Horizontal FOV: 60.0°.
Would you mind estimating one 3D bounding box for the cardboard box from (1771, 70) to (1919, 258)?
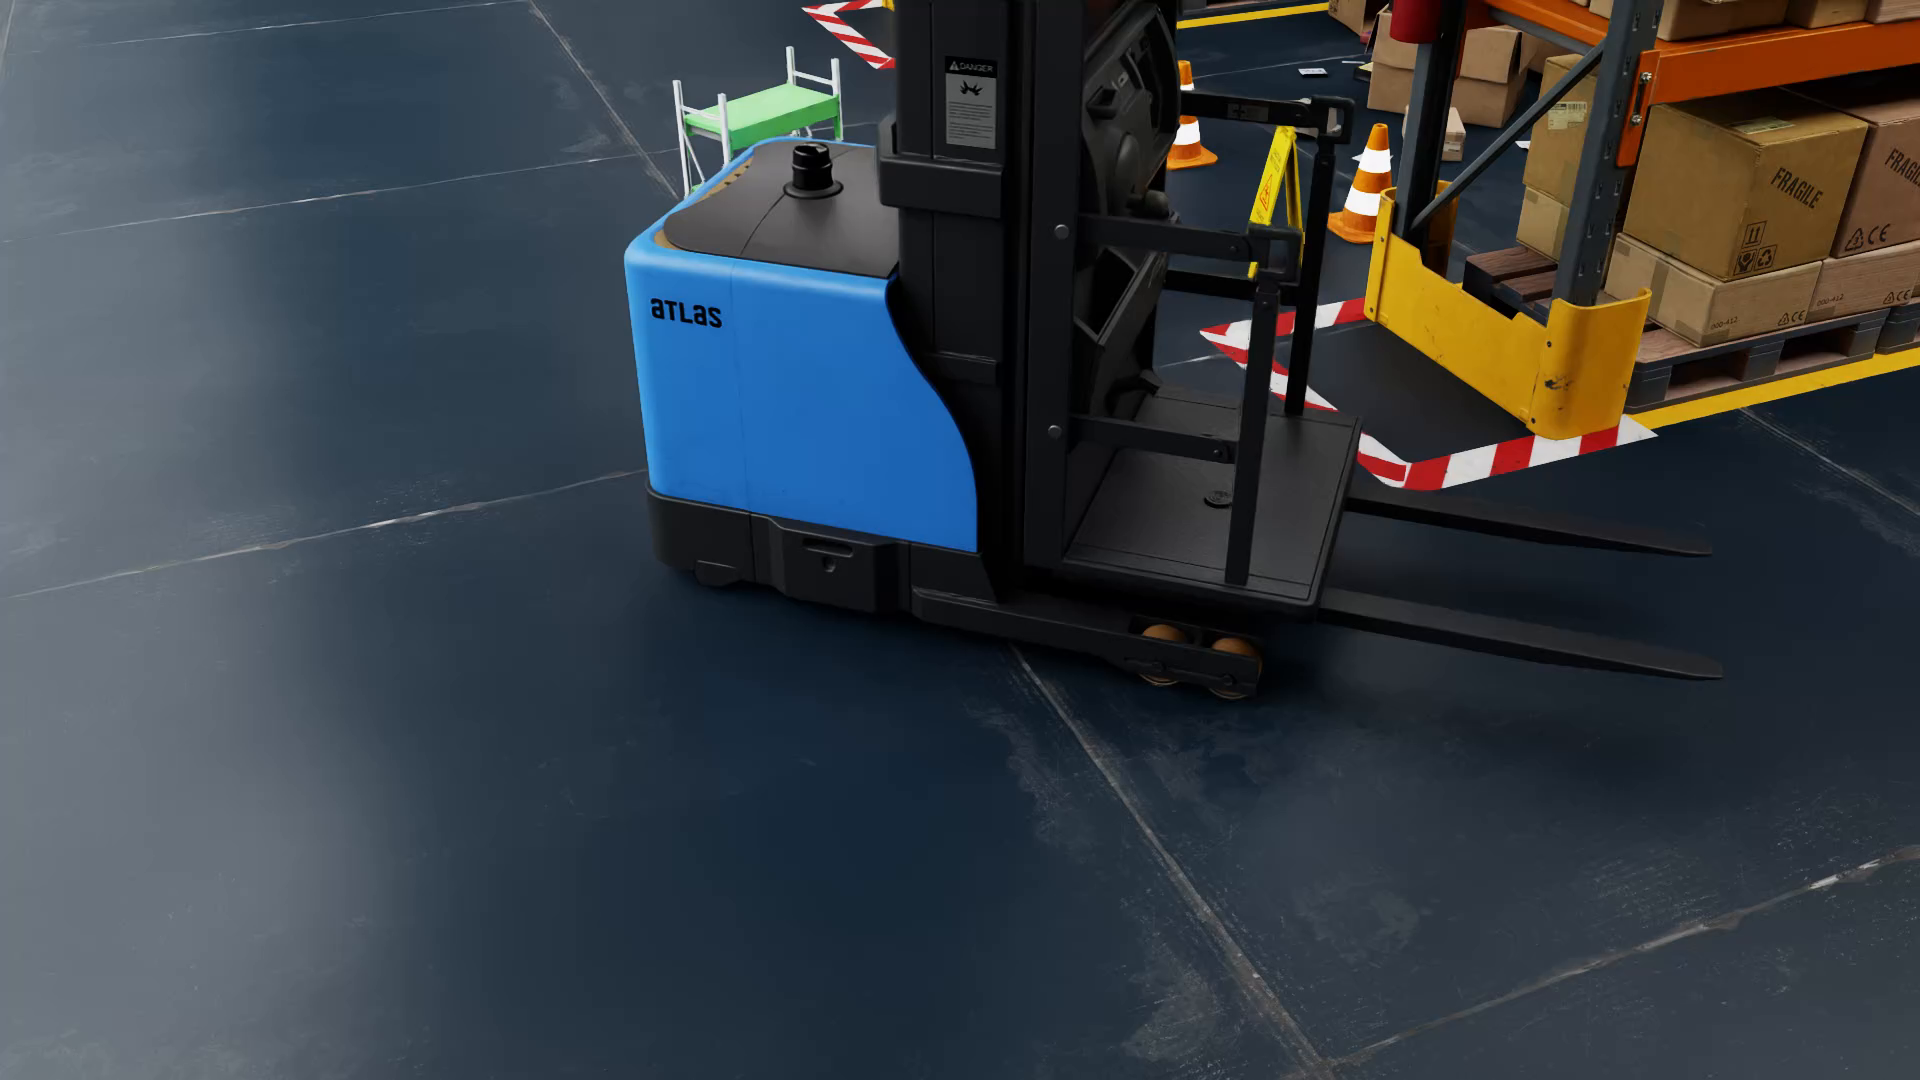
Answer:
[{"bbox_3d":[3.259,-1.394,6.091,0.500,0.500,0.500,-14,36,-21],"label":"cardboard box"}]

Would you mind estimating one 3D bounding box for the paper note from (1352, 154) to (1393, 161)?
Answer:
[{"bbox_3d":[2.007,-1.863,8.086,0.142,0.019,0.148,-27,42,-35],"label":"paper note"}]

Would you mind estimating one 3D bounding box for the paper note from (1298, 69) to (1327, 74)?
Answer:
[{"bbox_3d":[1.961,-2.598,9.217,0.142,0.017,0.144,-2,33,-2],"label":"paper note"}]

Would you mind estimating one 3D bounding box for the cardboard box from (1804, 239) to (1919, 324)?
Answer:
[{"bbox_3d":[3.230,-1.066,6.274,0.500,0.250,0.500,-12,35,-17],"label":"cardboard box"}]

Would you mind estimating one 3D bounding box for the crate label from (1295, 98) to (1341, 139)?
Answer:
[{"bbox_3d":[1.761,-2.130,8.399,0.250,0.136,0.298,23,39,30],"label":"crate label"}]

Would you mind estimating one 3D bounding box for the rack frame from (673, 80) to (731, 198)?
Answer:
[{"bbox_3d":[-0.811,-0.916,5.551,0.240,1.200,0.015,25,41,35],"label":"rack frame"}]

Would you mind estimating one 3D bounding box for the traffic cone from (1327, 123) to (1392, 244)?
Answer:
[{"bbox_3d":[1.803,-1.583,7.259,0.334,0.463,0.336,-13,35,-19],"label":"traffic cone"}]

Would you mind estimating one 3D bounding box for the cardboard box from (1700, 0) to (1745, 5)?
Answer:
[{"bbox_3d":[2.450,-2.034,5.262,0.500,0.500,0.500,-13,35,-20],"label":"cardboard box"}]

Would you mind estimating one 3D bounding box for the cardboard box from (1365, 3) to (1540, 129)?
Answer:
[{"bbox_3d":[2.545,-2.505,8.638,0.797,0.503,0.637,16,36,23],"label":"cardboard box"}]

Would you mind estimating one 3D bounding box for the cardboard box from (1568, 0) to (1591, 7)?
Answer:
[{"bbox_3d":[2.168,-1.988,5.786,0.250,0.149,0.380,-12,35,-17],"label":"cardboard box"}]

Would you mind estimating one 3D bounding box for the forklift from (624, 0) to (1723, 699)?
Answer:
[{"bbox_3d":[0.638,-1.118,4.280,3.031,2.935,1.130,10,34,15],"label":"forklift"}]

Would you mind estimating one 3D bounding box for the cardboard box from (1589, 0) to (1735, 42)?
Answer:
[{"bbox_3d":[2.299,-1.770,5.450,0.250,0.149,0.380,-13,35,-19],"label":"cardboard box"}]

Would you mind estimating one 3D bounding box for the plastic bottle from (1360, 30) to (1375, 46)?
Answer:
[{"bbox_3d":[2.475,-2.892,9.639,0.133,0.061,0.283,-27,42,-35],"label":"plastic bottle"}]

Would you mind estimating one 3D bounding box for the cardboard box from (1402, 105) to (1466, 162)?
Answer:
[{"bbox_3d":[2.332,-2.005,8.195,0.250,0.149,0.380,4,33,6],"label":"cardboard box"}]

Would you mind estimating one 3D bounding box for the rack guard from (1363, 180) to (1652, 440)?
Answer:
[{"bbox_3d":[1.976,-0.876,6.137,0.348,0.500,1.175,-13,35,-19],"label":"rack guard"}]

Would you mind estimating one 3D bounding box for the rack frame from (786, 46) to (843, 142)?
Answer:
[{"bbox_3d":[-0.481,-1.112,5.853,0.240,1.200,0.015,25,41,35],"label":"rack frame"}]

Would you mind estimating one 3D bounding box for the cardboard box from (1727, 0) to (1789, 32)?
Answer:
[{"bbox_3d":[2.527,-1.830,5.543,0.250,0.149,0.380,-12,35,-18],"label":"cardboard box"}]

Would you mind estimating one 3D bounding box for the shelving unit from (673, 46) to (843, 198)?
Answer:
[{"bbox_3d":[-0.646,-1.014,5.702,0.258,1.200,0.503,25,41,35],"label":"shelving unit"}]

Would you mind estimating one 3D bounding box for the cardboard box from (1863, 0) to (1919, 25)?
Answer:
[{"bbox_3d":[3.054,-1.876,5.613,0.250,0.149,0.380,-12,35,-18],"label":"cardboard box"}]

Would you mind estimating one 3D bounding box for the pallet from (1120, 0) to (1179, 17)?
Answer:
[{"bbox_3d":[0.603,-3.414,10.304,1.213,0.211,1.003,-13,35,-19],"label":"pallet"}]

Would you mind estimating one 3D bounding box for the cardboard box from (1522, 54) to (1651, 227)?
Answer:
[{"bbox_3d":[2.544,-1.545,6.323,0.500,0.500,0.500,-13,35,-19],"label":"cardboard box"}]

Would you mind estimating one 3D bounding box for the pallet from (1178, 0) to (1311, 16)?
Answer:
[{"bbox_3d":[1.727,-3.670,10.697,1.213,0.211,1.003,-13,35,-19],"label":"pallet"}]

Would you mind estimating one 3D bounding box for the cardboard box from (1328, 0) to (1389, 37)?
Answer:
[{"bbox_3d":[2.551,-3.329,9.906,0.500,0.500,0.500,-7,34,-11],"label":"cardboard box"}]

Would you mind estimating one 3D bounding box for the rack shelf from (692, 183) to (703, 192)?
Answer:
[{"bbox_3d":[-0.649,-1.163,5.608,0.258,0.148,0.480,25,41,35],"label":"rack shelf"}]

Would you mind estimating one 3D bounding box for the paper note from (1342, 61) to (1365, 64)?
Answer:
[{"bbox_3d":[2.221,-2.696,9.384,0.123,0.001,0.032,4,33,6],"label":"paper note"}]

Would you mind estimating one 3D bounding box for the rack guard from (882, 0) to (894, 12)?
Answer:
[{"bbox_3d":[-0.126,-3.322,9.898,0.348,0.500,1.175,-13,35,-19],"label":"rack guard"}]

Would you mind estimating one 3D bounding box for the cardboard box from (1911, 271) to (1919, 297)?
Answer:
[{"bbox_3d":[3.729,-1.188,6.461,0.500,0.250,0.500,-11,35,-16],"label":"cardboard box"}]

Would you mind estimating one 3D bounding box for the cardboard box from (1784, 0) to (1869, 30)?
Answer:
[{"bbox_3d":[2.803,-1.845,5.566,0.250,0.149,0.380,-14,36,-20],"label":"cardboard box"}]

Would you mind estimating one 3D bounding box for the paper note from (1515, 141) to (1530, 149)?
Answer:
[{"bbox_3d":[2.848,-1.962,8.249,0.142,0.019,0.148,-2,33,-2],"label":"paper note"}]

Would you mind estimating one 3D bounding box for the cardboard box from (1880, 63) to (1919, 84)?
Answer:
[{"bbox_3d":[3.725,-1.496,6.247,0.500,0.500,0.500,-12,35,-18],"label":"cardboard box"}]

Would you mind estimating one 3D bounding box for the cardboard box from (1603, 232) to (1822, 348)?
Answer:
[{"bbox_3d":[2.757,-0.962,6.114,0.500,0.250,0.500,-13,35,-19],"label":"cardboard box"}]

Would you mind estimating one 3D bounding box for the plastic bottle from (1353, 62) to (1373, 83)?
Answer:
[{"bbox_3d":[2.308,-2.595,9.181,0.283,0.061,0.133,-27,42,-35],"label":"plastic bottle"}]

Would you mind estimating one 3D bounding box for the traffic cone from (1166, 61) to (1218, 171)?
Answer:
[{"bbox_3d":[1.060,-2.070,8.007,0.334,0.463,0.336,-13,35,-19],"label":"traffic cone"}]

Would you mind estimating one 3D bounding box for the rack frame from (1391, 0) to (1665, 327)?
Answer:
[{"bbox_3d":[1.906,-1.907,5.431,0.127,3.000,1.000,-13,35,-19],"label":"rack frame"}]

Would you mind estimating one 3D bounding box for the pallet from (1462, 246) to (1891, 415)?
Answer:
[{"bbox_3d":[2.739,-0.908,6.452,1.213,0.211,1.003,-13,35,-19],"label":"pallet"}]

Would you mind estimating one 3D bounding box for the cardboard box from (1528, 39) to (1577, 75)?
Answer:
[{"bbox_3d":[3.404,-2.763,8.911,0.503,0.637,0.797,-13,35,-19],"label":"cardboard box"}]

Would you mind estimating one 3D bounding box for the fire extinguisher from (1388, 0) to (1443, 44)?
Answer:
[{"bbox_3d":[1.622,-2.082,5.771,0.183,0.674,0.296,-13,35,-19],"label":"fire extinguisher"}]

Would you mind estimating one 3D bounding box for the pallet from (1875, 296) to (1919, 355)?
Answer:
[{"bbox_3d":[3.862,-1.164,6.845,1.213,0.211,1.003,-13,35,-19],"label":"pallet"}]

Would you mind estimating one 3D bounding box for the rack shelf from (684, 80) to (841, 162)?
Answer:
[{"bbox_3d":[-0.653,-1.366,5.481,0.258,0.148,0.480,25,41,35],"label":"rack shelf"}]

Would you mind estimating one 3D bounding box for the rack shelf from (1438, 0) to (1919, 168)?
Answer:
[{"bbox_3d":[3.750,-2.028,6.276,4.000,0.370,1.077,-13,35,-19],"label":"rack shelf"}]

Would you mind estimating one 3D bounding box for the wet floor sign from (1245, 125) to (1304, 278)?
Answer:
[{"bbox_3d":[1.317,-1.418,6.838,0.232,0.644,0.267,-2,33,-2],"label":"wet floor sign"}]

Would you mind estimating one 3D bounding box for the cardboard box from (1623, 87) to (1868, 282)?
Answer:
[{"bbox_3d":[2.778,-1.282,5.918,0.500,0.500,0.500,-14,36,-21],"label":"cardboard box"}]

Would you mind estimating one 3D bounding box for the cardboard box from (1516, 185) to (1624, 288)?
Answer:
[{"bbox_3d":[2.569,-1.242,6.544,0.500,0.250,0.500,-13,35,-19],"label":"cardboard box"}]
